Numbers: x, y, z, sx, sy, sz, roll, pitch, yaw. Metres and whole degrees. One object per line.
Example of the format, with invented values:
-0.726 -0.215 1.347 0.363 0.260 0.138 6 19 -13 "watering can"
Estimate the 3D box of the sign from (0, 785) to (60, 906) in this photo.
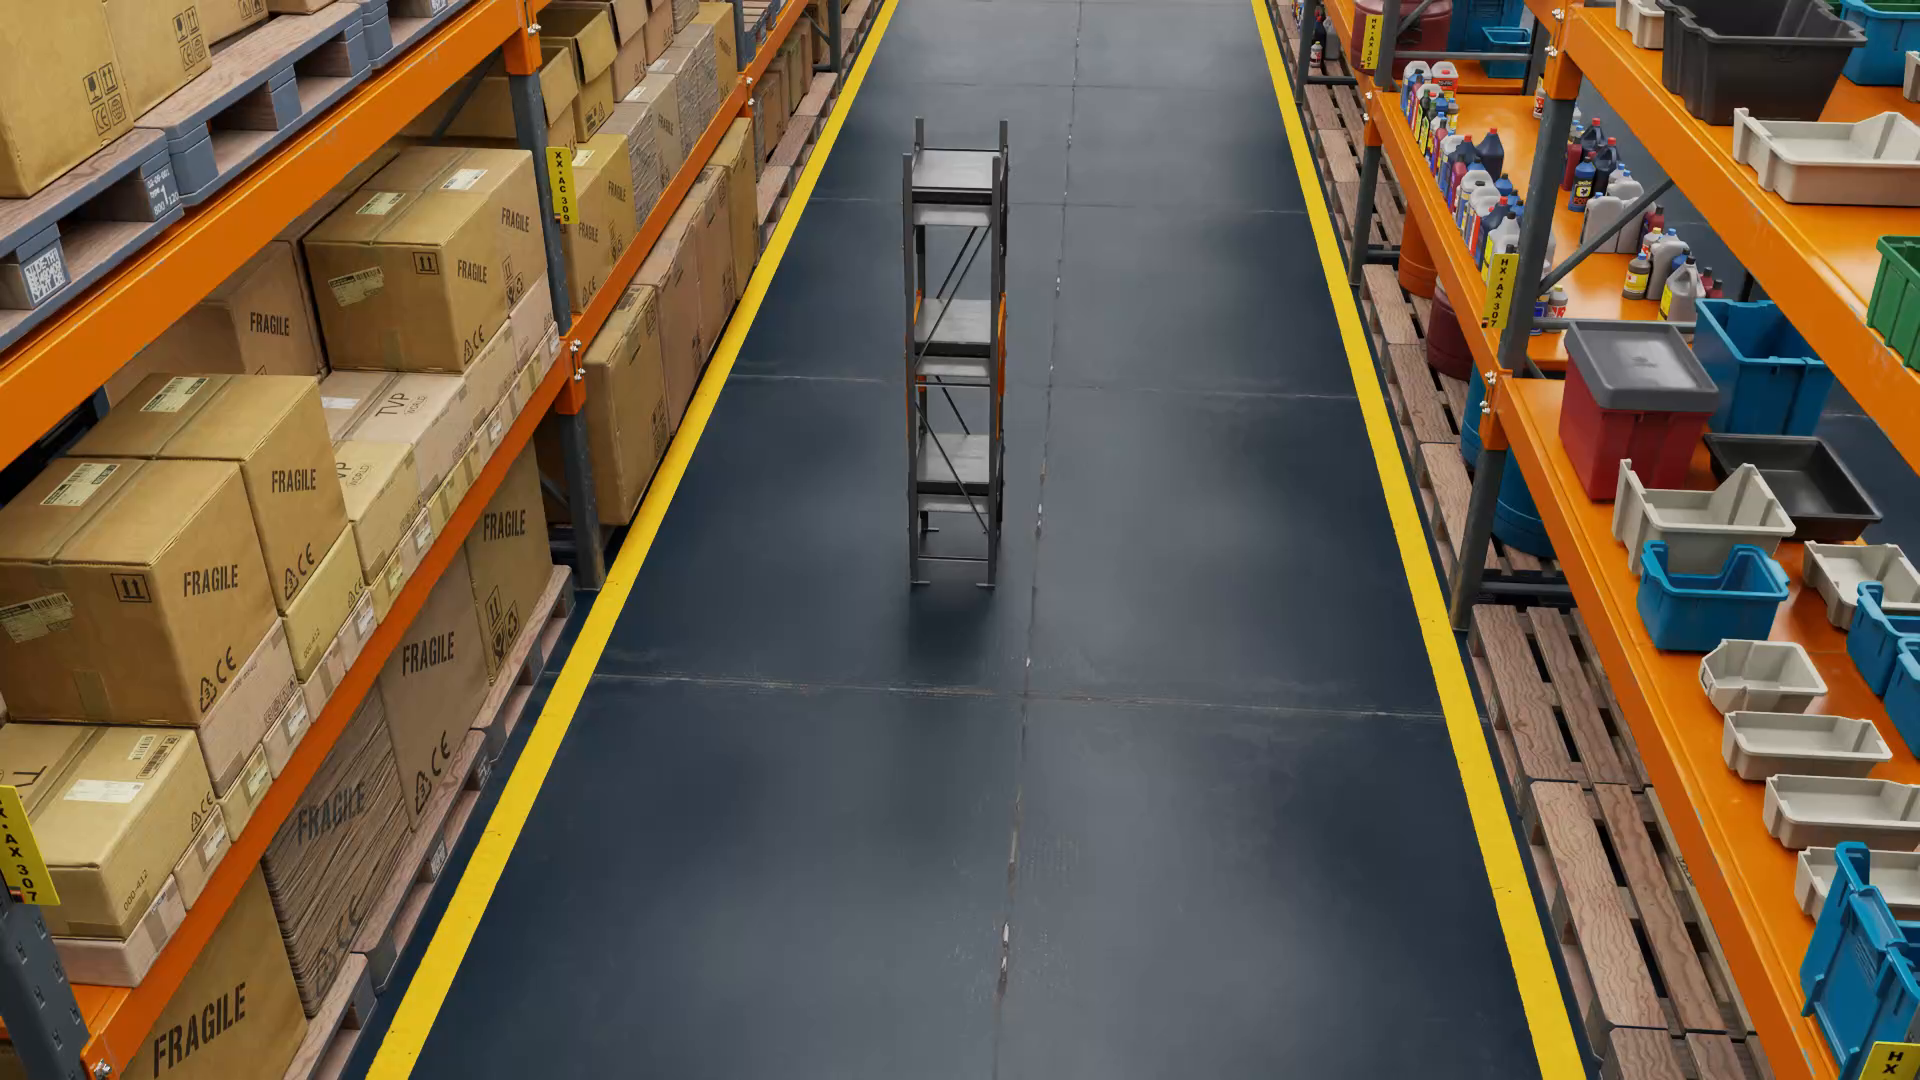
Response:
-1.965 0.636 3.458 0.100 0.325 0.005 2 32 4 "sign"

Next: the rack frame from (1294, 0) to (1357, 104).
3.396 -5.051 13.588 1.000 3.000 0.127 2 32 4 "rack frame"

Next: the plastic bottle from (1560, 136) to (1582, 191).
3.211 -1.992 8.735 0.061 0.283 0.133 2 32 4 "plastic bottle"

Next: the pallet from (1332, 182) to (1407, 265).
3.172 -2.176 11.580 1.003 0.211 1.213 2 32 4 "pallet"

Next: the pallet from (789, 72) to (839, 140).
-1.603 -3.669 14.002 1.003 0.211 1.213 2 32 4 "pallet"

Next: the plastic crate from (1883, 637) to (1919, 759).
2.874 0.466 4.738 0.416 0.233 0.300 2 32 4 "plastic crate"

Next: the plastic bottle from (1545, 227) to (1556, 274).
2.637 -1.336 7.605 0.144 0.351 0.185 2 32 4 "plastic bottle"

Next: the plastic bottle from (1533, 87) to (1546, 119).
3.435 -2.586 9.776 0.097 0.201 0.097 0 32 0 "plastic bottle"

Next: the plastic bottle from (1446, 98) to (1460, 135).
2.801 -2.425 9.516 0.097 0.201 0.097 0 32 0 "plastic bottle"

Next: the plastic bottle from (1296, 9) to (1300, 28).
3.219 -4.921 15.624 0.097 0.201 0.097 0 32 0 "plastic bottle"

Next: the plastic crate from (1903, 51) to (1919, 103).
3.020 -1.352 4.976 0.293 0.136 0.466 2 32 4 "plastic crate"

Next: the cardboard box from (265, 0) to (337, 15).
-2.244 -1.928 5.069 0.700 0.500 0.500 4 32 6 "cardboard box"

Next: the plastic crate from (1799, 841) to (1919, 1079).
2.260 1.000 3.678 0.616 0.435 0.499 2 32 4 "plastic crate"

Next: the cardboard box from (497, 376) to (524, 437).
-1.932 -0.531 6.491 0.380 0.149 0.250 2 32 3 "cardboard box"

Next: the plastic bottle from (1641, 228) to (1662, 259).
3.244 -1.362 7.790 0.097 0.201 0.097 0 32 0 "plastic bottle"

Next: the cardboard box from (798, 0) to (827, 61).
-1.468 -4.585 14.813 0.500 0.500 0.500 2 32 2 "cardboard box"

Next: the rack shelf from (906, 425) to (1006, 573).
-0.013 -0.200 7.933 0.431 0.518 0.480 2 32 4 "rack shelf"

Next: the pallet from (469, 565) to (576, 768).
-2.332 0.502 7.235 1.003 0.211 1.213 2 32 4 "pallet"

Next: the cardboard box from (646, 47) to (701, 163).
-1.745 -2.413 9.211 0.500 0.500 0.500 1 32 2 "cardboard box"

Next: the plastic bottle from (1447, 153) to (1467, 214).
2.528 -1.808 8.435 0.061 0.283 0.133 2 32 4 "plastic bottle"

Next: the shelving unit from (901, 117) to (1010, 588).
-0.013 -0.807 7.559 0.431 2.100 0.503 2 32 4 "shelving unit"

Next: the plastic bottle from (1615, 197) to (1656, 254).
3.237 -1.525 7.984 0.152 0.276 0.135 2 32 4 "plastic bottle"

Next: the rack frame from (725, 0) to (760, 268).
-1.866 -3.171 10.537 1.000 3.000 0.127 2 32 4 "rack frame"

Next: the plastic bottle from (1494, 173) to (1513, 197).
2.681 -1.684 8.246 0.097 0.271 0.097 0 32 0 "plastic bottle"

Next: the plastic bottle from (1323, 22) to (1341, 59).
3.305 -4.454 14.724 0.144 0.351 0.185 2 32 4 "plastic bottle"

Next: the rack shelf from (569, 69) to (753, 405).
-2.029 -1.819 9.029 1.077 0.370 4.000 2 32 4 "rack shelf"

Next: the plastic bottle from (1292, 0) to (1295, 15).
3.255 -5.150 15.996 0.097 0.201 0.097 0 32 0 "plastic bottle"

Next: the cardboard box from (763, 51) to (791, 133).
-1.715 -3.525 13.074 0.700 0.500 0.500 0 32 0 "cardboard box"

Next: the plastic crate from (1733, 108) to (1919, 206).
2.340 -1.032 4.458 0.437 0.136 0.530 2 32 4 "plastic crate"

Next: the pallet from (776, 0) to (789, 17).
-1.746 -4.127 12.270 1.003 0.211 1.213 2 32 4 "pallet"

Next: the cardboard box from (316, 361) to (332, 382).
-2.537 -0.648 6.302 0.500 0.250 0.500 2 32 4 "cardboard box"

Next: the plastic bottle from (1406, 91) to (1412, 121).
2.668 -2.552 9.722 0.097 0.201 0.097 0 32 0 "plastic bottle"

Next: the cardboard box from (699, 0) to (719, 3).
-1.862 -3.677 10.862 0.500 0.500 0.500 -1 32 -2 "cardboard box"

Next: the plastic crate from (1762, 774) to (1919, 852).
2.343 0.725 4.409 0.396 0.136 0.243 2 32 4 "plastic crate"

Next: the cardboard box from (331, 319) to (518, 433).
-2.006 -0.630 6.272 0.500 0.250 0.500 3 32 5 "cardboard box"

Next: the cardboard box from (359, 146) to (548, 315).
-1.963 -1.210 6.499 0.500 0.500 0.500 3 32 5 "cardboard box"

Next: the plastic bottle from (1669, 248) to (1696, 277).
3.210 -1.169 7.410 0.097 0.271 0.097 0 32 0 "plastic bottle"

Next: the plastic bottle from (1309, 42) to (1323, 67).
3.115 -4.250 14.536 0.097 0.201 0.097 0 32 0 "plastic bottle"

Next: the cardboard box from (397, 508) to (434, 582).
-2.016 0.006 5.621 0.380 0.149 0.250 3 32 5 "cardboard box"

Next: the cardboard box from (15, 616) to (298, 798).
-2.174 0.438 4.540 0.500 0.250 0.500 2 32 3 "cardboard box"

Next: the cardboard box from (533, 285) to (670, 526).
-2.160 -0.689 8.135 1.225 0.875 0.875 3 32 4 "cardboard box"

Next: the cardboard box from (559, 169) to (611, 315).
-1.905 -1.352 7.490 0.500 0.500 0.500 3 32 4 "cardboard box"

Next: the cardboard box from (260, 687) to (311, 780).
-2.100 0.543 4.750 0.380 0.149 0.250 2 32 3 "cardboard box"

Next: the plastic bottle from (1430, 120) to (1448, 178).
2.573 -2.095 8.902 0.061 0.283 0.133 2 32 4 "plastic bottle"

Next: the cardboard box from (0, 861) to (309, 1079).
-2.545 1.400 4.745 0.875 0.875 0.875 2 32 4 "cardboard box"

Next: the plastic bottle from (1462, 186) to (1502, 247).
2.536 -1.560 8.041 0.152 0.276 0.135 2 32 4 "plastic bottle"

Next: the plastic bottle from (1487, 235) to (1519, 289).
2.484 -1.226 7.499 0.152 0.276 0.135 2 32 4 "plastic bottle"

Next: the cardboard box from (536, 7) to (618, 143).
-2.081 -2.242 7.978 0.797 0.503 0.637 3 32 5 "cardboard box"

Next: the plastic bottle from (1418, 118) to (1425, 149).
2.628 -2.292 9.299 0.097 0.201 0.097 0 32 0 "plastic bottle"

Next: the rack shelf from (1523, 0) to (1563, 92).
2.907 -2.885 7.898 1.077 0.370 4.000 2 32 4 "rack shelf"

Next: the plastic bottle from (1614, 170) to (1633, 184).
3.293 -1.704 8.279 0.097 0.271 0.097 0 32 0 "plastic bottle"

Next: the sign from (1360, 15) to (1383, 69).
2.521 -3.049 10.183 0.100 0.325 0.005 2 32 4 "sign"

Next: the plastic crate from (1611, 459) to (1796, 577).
2.437 -0.053 5.532 0.437 0.282 0.530 2 32 4 "plastic crate"

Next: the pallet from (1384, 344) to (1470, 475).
2.946 -0.722 9.221 1.003 0.211 1.213 2 32 4 "pallet"

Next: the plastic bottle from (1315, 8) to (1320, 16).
3.203 -4.729 15.170 0.144 0.351 0.185 2 32 4 "plastic bottle"

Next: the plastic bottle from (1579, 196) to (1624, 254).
3.086 -1.532 7.995 0.152 0.276 0.135 2 32 4 "plastic bottle"

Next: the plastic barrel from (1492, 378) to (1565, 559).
2.806 -0.437 7.700 0.600 0.901 0.708 2 32 4 "plastic barrel"

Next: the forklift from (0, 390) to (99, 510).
-4.588 -1.083 7.214 1.130 2.935 3.031 2 32 3 "forklift"

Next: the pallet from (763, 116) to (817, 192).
-1.699 -3.029 12.964 1.003 0.211 1.213 2 32 4 "pallet"
